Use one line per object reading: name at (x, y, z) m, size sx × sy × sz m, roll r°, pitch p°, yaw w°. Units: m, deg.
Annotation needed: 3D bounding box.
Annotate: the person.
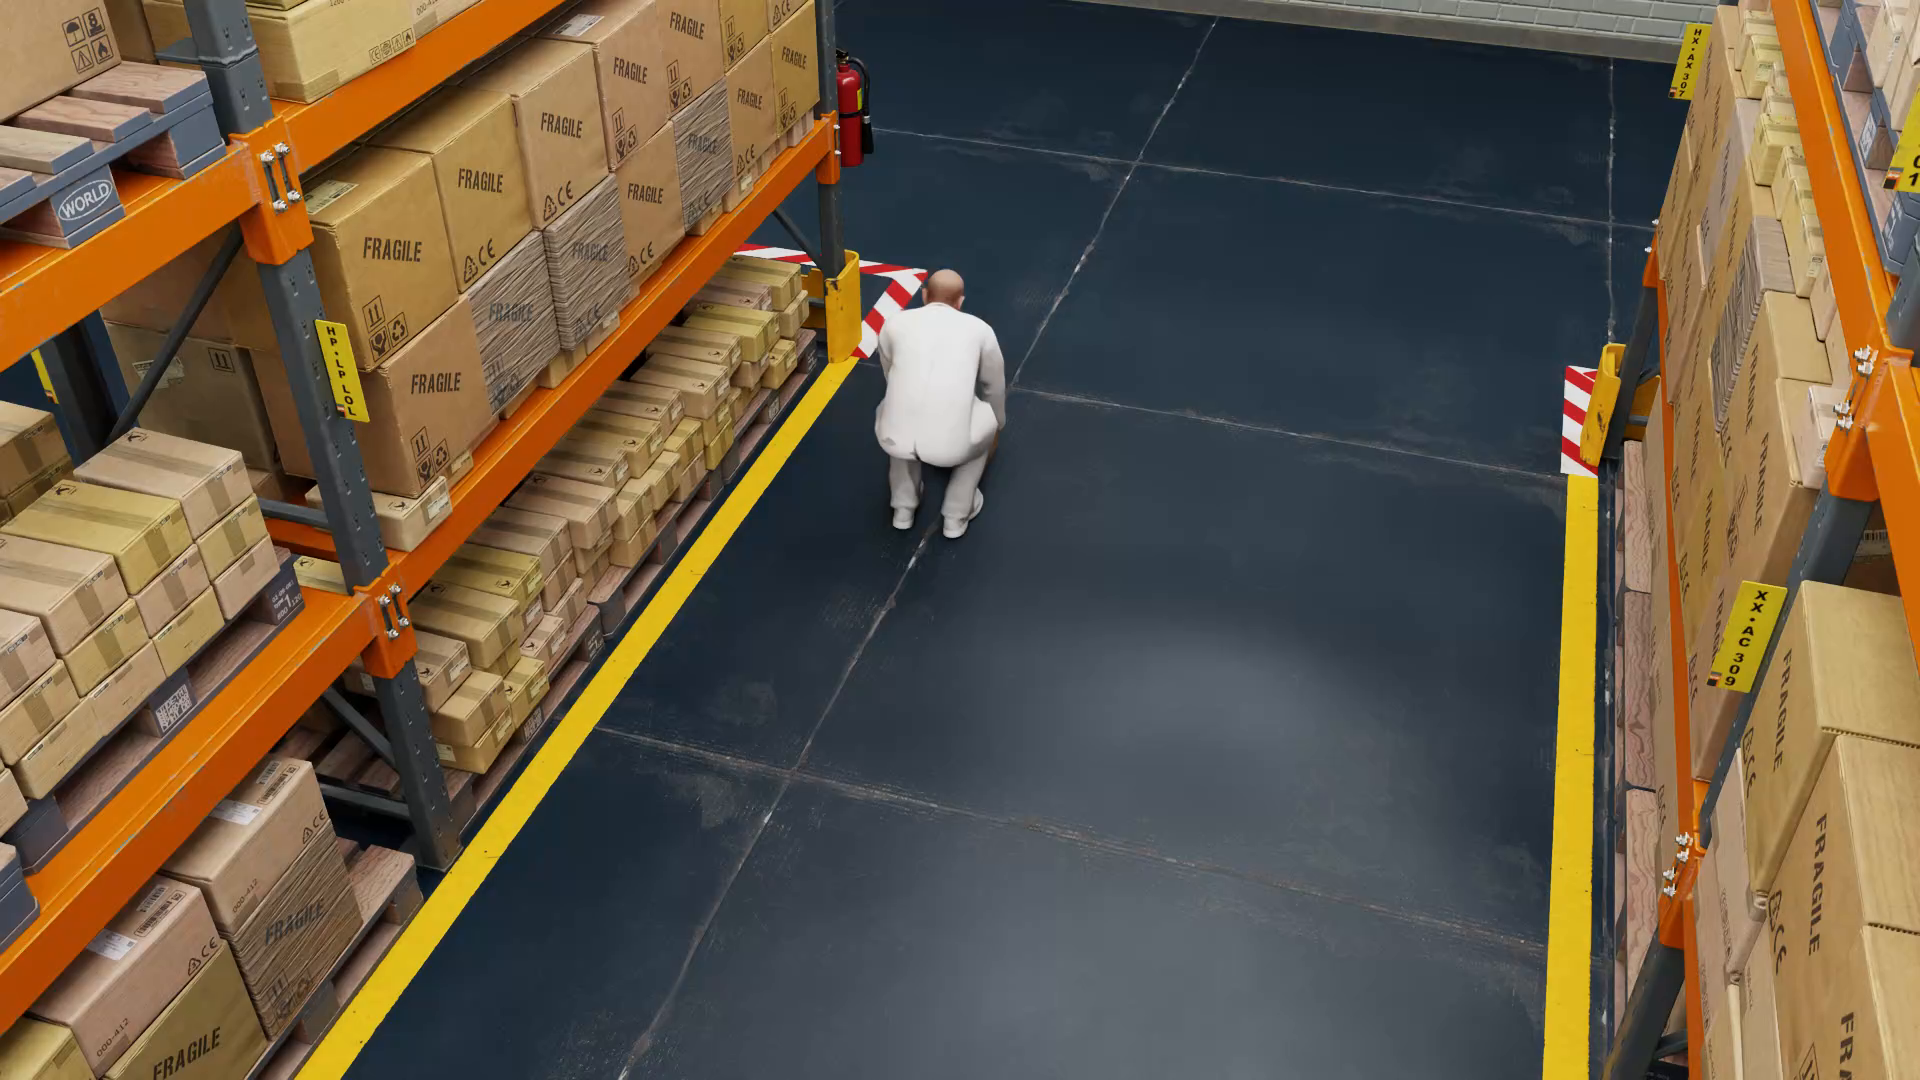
person at (-0.109, -0.611, 7.600) m, size 0.611 × 1.047 × 0.885 m, roll 9°, pitch 38°, yaw 12°
